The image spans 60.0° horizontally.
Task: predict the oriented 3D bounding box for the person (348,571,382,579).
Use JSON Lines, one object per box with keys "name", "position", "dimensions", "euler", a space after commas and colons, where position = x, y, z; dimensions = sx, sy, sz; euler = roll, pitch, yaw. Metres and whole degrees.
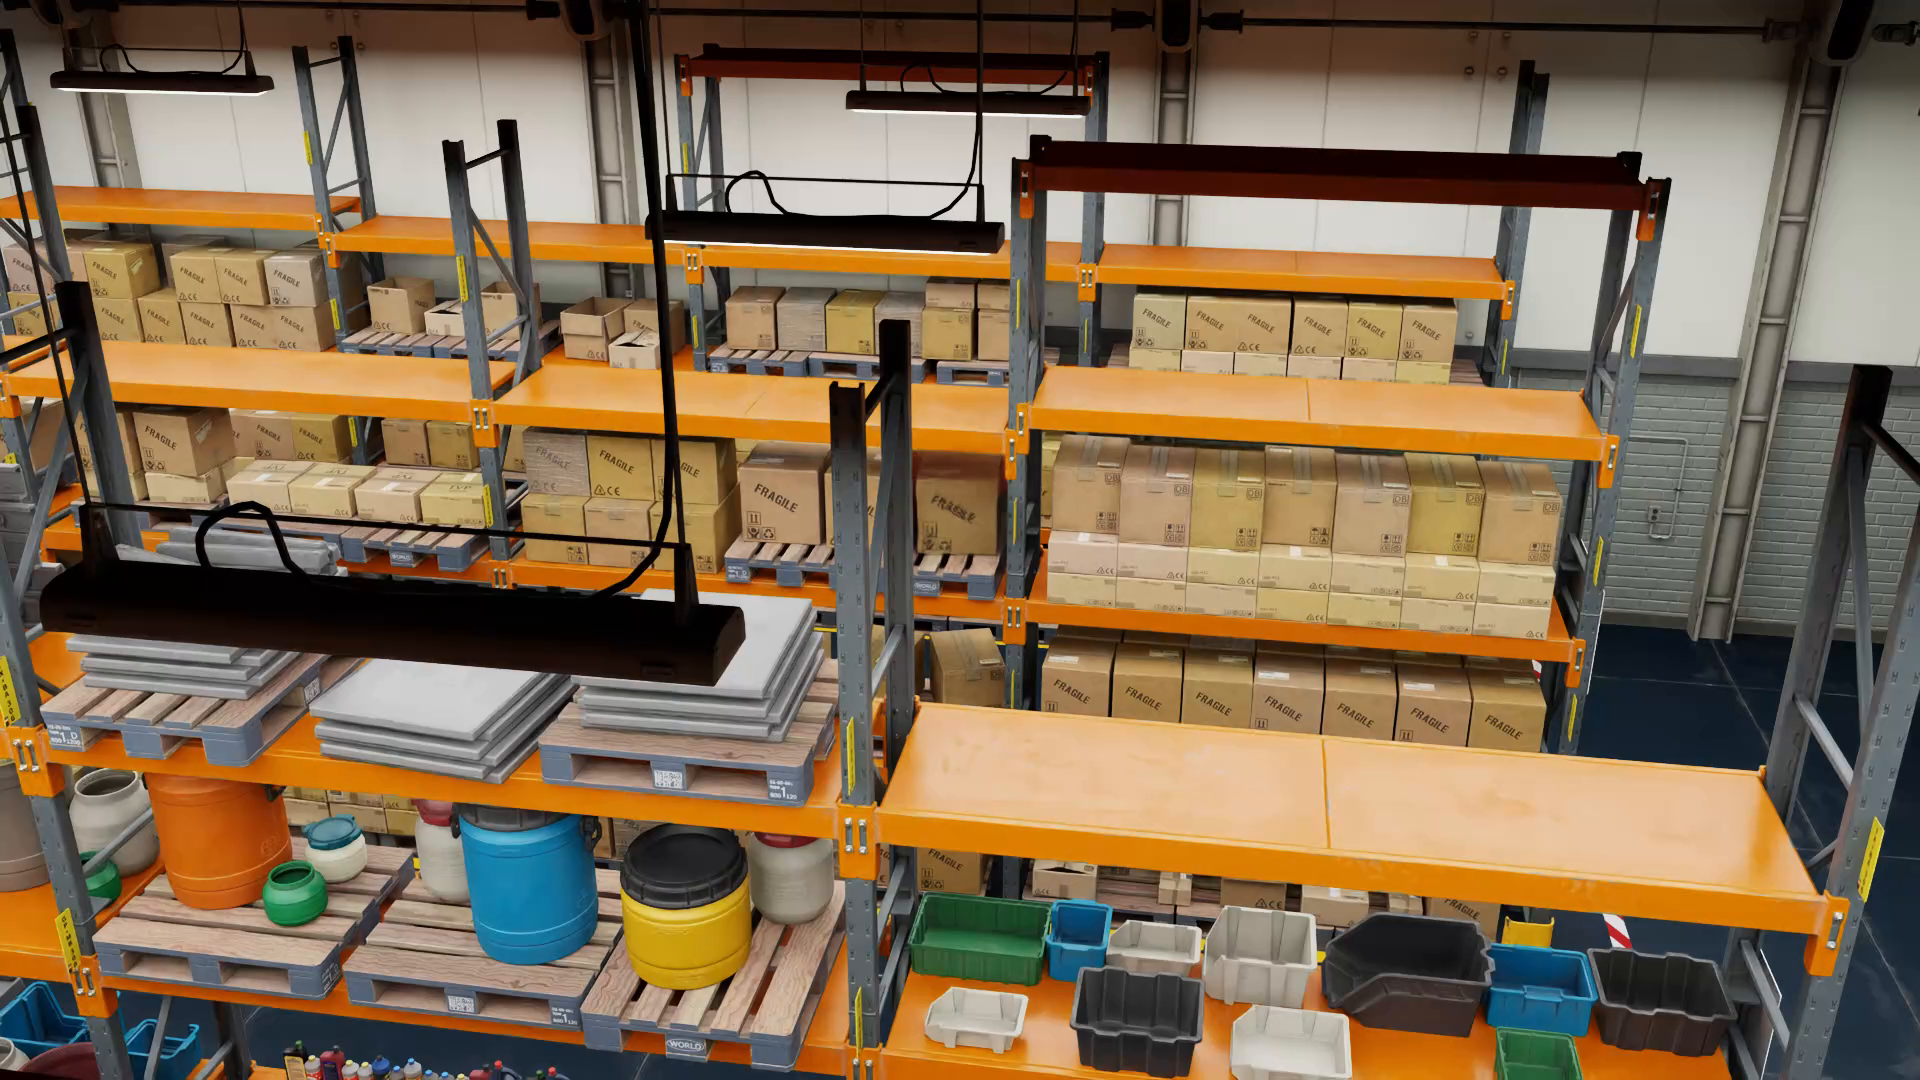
{"name": "person", "position": [-6.301, 0.370, 17.374], "dimensions": [1.051, 1.595, 0.491], "euler": [-8, 24, -18]}
